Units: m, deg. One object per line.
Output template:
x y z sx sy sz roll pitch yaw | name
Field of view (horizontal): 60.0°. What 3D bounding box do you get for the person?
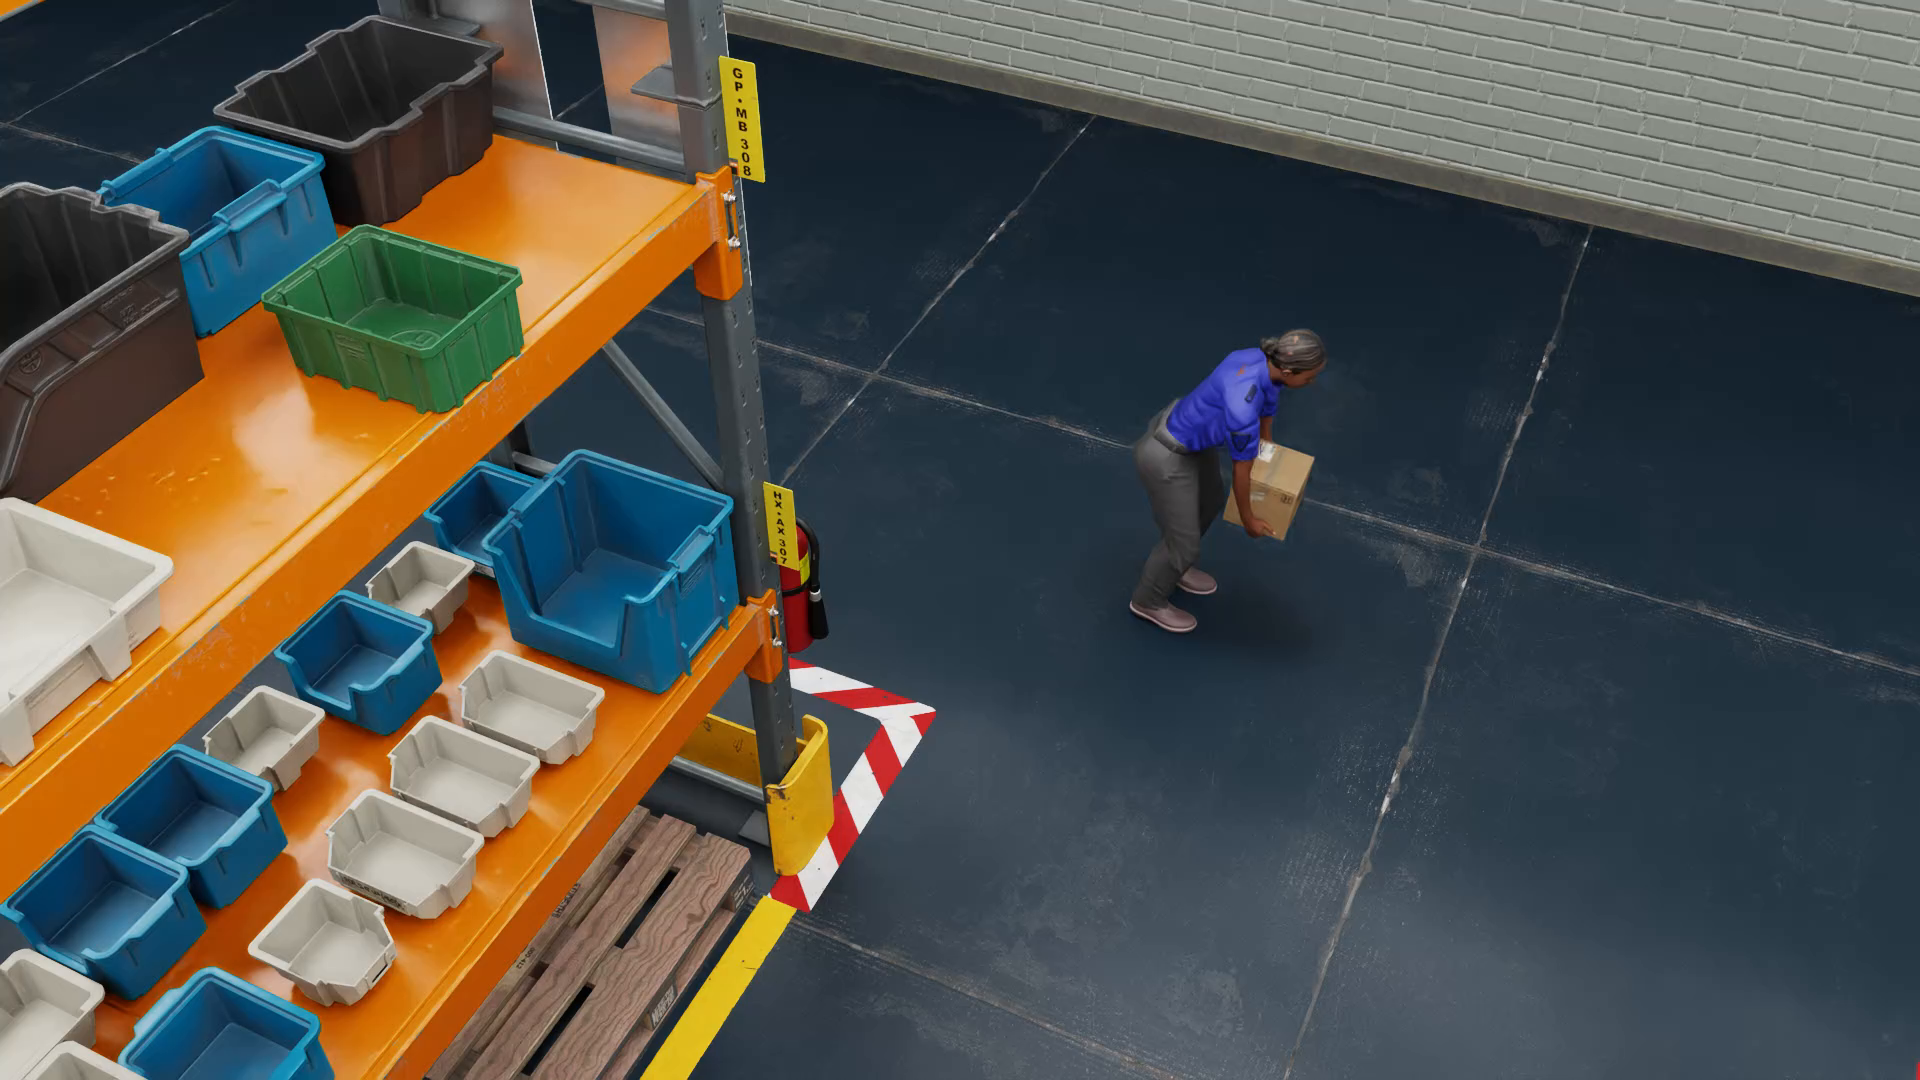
1.027 -0.255 6.578 0.662 1.488 0.413 17 45 17 | person
